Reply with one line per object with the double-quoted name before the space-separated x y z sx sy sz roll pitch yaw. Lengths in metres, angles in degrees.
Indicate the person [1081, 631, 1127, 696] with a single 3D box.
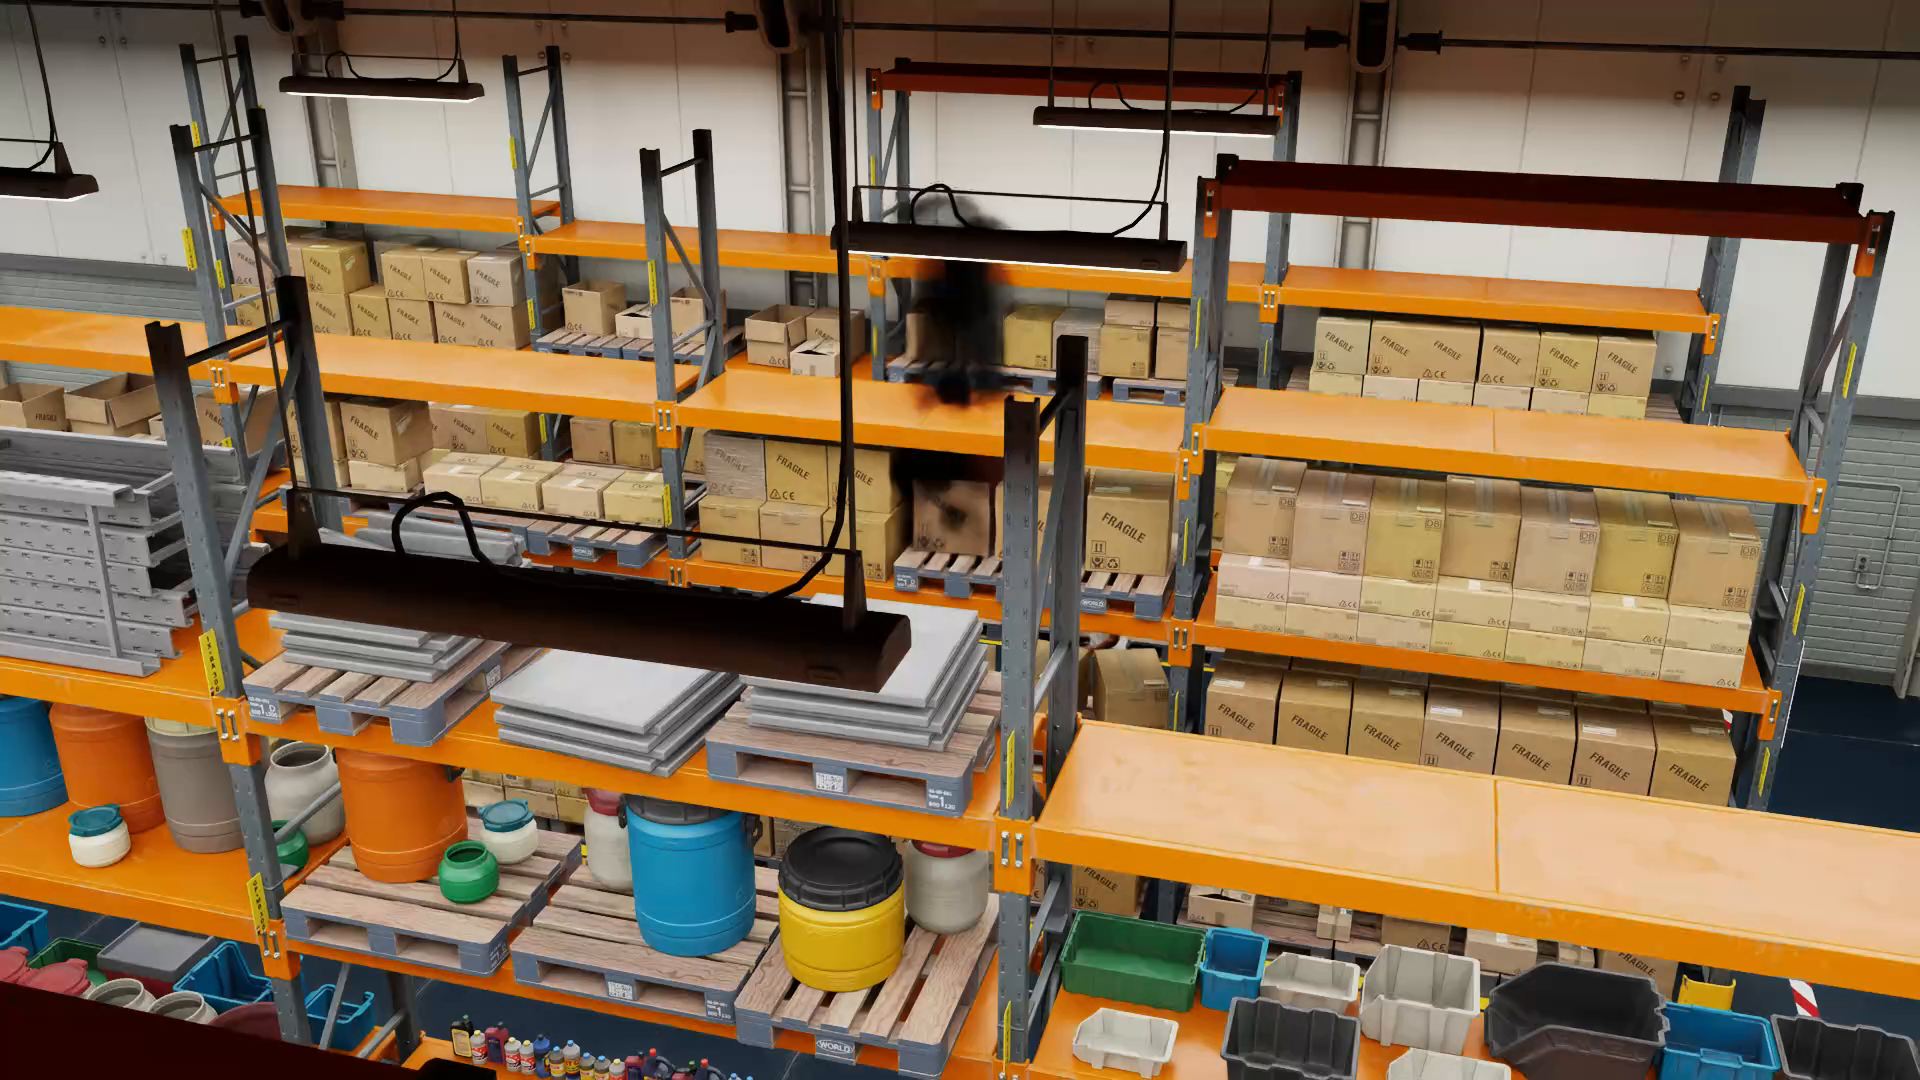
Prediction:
"person" 1.414 1.017 15.342 0.680 1.744 0.701 7 24 16
